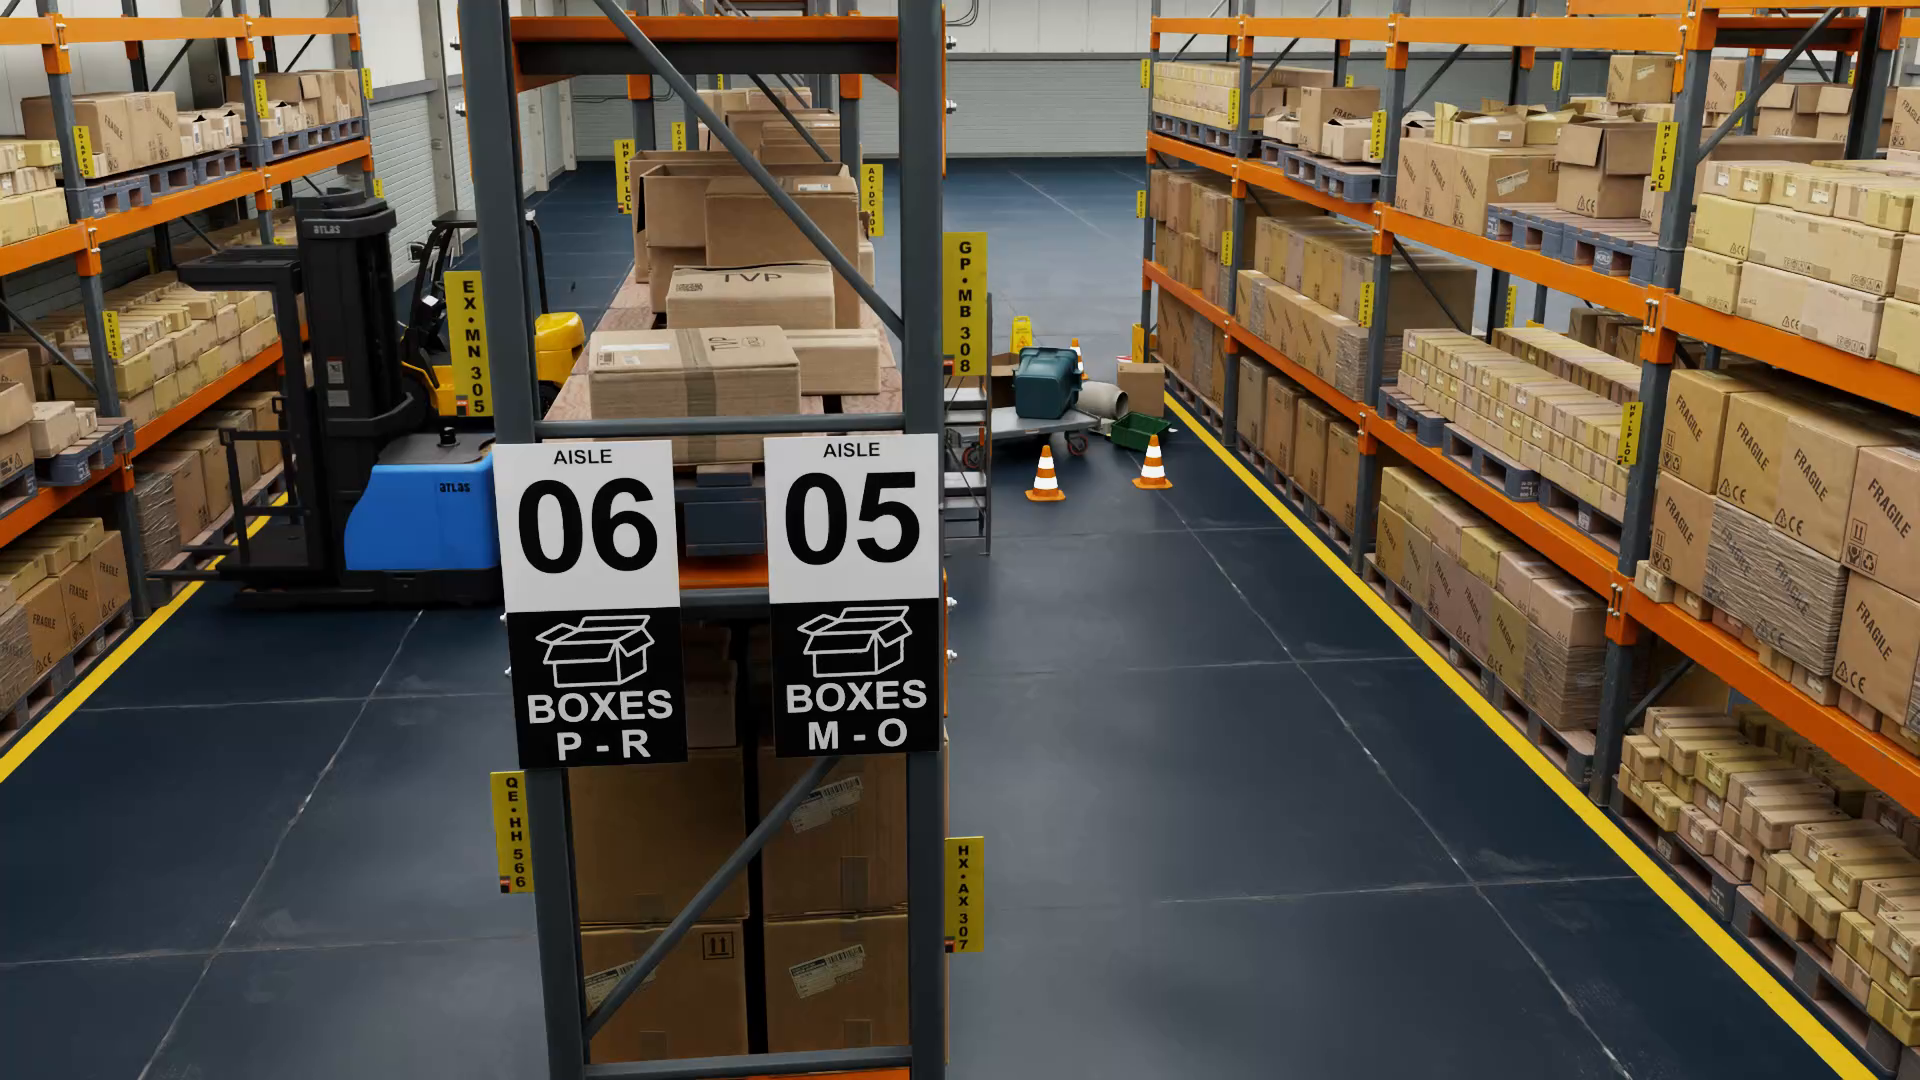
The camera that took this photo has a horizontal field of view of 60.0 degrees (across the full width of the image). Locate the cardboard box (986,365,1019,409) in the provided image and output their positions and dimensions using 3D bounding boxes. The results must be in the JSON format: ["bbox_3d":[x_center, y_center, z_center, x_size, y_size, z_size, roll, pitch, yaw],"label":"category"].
[{"bbox_3d":[0.612,-1.549,17.544,0.797,0.637,0.503,-2,18,-6],"label":"cardboard box"}]

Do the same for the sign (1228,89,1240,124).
[{"bbox_3d":[2.582,-4.088,15.688,0.100,0.325,0.005,-2,18,-6],"label":"sign"}]

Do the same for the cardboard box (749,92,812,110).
[{"bbox_3d":[-1.466,-3.533,13.631,0.500,0.250,0.500,-1,17,-5],"label":"cardboard box"}]

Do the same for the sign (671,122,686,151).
[{"bbox_3d":[-1.907,-2.677,11.325,0.100,0.325,0.005,-2,18,-6],"label":"sign"}]

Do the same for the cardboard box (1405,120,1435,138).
[{"bbox_3d":[3.690,-3.057,12.681,0.500,0.311,0.500,-2,18,-6],"label":"cardboard box"}]

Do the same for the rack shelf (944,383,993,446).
[{"bbox_3d":[0.017,-0.939,13.210,0.431,0.518,0.480,-2,18,-6],"label":"rack shelf"}]

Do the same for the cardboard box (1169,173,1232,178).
[{"bbox_3d":[2.869,-3.896,19.025,0.875,0.550,0.550,-2,18,-6],"label":"cardboard box"}]

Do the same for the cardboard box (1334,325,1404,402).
[{"bbox_3d":[3.233,-1.372,12.872,0.500,0.500,0.500,-2,18,-6],"label":"cardboard box"}]

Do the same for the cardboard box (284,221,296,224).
[{"bbox_3d":[-6.718,-3.186,17.072,0.380,0.149,0.250,-2,17,-5],"label":"cardboard box"}]

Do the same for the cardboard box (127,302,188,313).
[{"bbox_3d":[-6.310,-1.781,13.092,0.380,0.149,0.250,-2,18,-6],"label":"cardboard box"}]

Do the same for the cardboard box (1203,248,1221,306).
[{"bbox_3d":[3.004,-2.734,17.128,0.875,0.550,0.550,-2,18,-6],"label":"cardboard box"}]

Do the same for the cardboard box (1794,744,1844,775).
[{"bbox_3d":[4.353,1.116,8.179,0.380,0.149,0.250,-2,18,-6],"label":"cardboard box"}]

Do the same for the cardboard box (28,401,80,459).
[{"bbox_3d":[-5.873,-0.685,10.401,0.500,0.250,0.500,-3,18,-8],"label":"cardboard box"}]

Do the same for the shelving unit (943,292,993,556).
[{"bbox_3d":[0.017,-0.952,13.205,0.431,2.100,0.503,-2,18,-6],"label":"shelving unit"}]

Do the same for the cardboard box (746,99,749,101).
[{"bbox_3d":[-2.070,-4.142,15.942,0.380,0.149,0.250,-1,17,-4],"label":"cardboard box"}]

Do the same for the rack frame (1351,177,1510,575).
[{"bbox_3d":[3.546,-1.198,12.486,1.000,3.000,0.127,-2,18,-6],"label":"rack frame"}]

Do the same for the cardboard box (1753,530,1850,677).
[{"bbox_3d":[3.833,0.257,7.186,0.500,0.500,0.500,-2,18,-7],"label":"cardboard box"}]

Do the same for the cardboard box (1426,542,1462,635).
[{"bbox_3d":[3.478,0.315,11.138,0.500,0.500,0.500,-2,18,-7],"label":"cardboard box"}]

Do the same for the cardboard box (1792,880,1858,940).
[{"bbox_3d":[3.847,1.588,7.174,0.380,0.149,0.250,-2,18,-5],"label":"cardboard box"}]

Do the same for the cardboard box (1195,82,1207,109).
[{"bbox_3d":[2.726,-4.578,17.130,0.500,0.250,0.500,-2,18,-6],"label":"cardboard box"}]

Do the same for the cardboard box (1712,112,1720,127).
[{"bbox_3d":[7.820,-4.233,16.731,0.380,0.149,0.250,-2,17,-5],"label":"cardboard box"}]

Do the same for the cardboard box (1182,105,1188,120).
[{"bbox_3d":[2.595,-4.577,17.793,0.380,0.149,0.250,-2,18,-5],"label":"cardboard box"}]

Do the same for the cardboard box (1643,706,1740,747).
[{"bbox_3d":[3.788,0.978,8.618,0.380,0.149,0.250,-1,17,-3],"label":"cardboard box"}]

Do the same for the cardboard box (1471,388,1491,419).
[{"bbox_3d":[3.531,-0.887,10.716,0.380,0.149,0.250,-2,18,-6],"label":"cardboard box"}]

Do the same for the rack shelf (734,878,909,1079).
[{"bbox_3d":[-0.748,1.116,6.317,1.077,0.370,4.000,-2,18,-6],"label":"rack shelf"}]

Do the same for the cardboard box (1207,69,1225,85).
[{"bbox_3d":[2.702,-4.654,16.704,0.380,0.149,0.250,-1,17,-5],"label":"cardboard box"}]

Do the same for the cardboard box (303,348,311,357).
[{"bbox_3d":[-6.497,-1.725,16.383,0.500,0.250,0.500,-2,18,-6],"label":"cardboard box"}]

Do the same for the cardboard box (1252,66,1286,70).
[{"bbox_3d":[3.277,-4.902,17.496,0.380,0.149,0.250,-2,18,-6],"label":"cardboard box"}]

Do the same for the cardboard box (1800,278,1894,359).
[{"bbox_3d":[3.839,-0.915,6.828,0.500,0.250,0.500,-1,17,-3],"label":"cardboard box"}]

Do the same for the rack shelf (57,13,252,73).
[{"bbox_3d":[-6.510,-3.785,12.578,1.077,0.370,4.000,-2,18,-6],"label":"rack shelf"}]

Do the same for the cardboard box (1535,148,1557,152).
[{"bbox_3d":[3.970,-2.217,10.557,0.500,0.500,0.500,-2,18,-6],"label":"cardboard box"}]

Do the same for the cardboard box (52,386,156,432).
[{"bbox_3d":[-6.107,-0.929,11.879,0.500,0.250,0.500,-2,18,-5],"label":"cardboard box"}]

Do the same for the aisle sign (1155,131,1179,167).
[{"bbox_3d":[2.415,-4.834,19.727,0.394,0.787,0.004,-2,18,-6],"label":"aisle sign"}]

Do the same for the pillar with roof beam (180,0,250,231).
[{"bbox_3d":[-3.672,-6.004,17.779,9.100,9.000,0.400,-2,18,-6],"label":"pillar with roof beam"}]

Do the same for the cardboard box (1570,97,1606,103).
[{"bbox_3d":[7.463,-5.166,19.700,0.380,0.149,0.250,-2,18,-6],"label":"cardboard box"}]

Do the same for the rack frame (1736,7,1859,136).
[{"bbox_3d":[8.078,-5.375,15.776,1.000,3.000,0.127,-2,18,-6],"label":"rack frame"}]

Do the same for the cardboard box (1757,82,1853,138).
[{"bbox_3d":[8.028,-4.051,15.691,0.797,0.503,0.637,-3,18,-8],"label":"cardboard box"}]

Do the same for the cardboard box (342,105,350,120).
[{"bbox_3d":[-6.741,-4.566,17.757,0.380,0.149,0.250,-2,18,-7],"label":"cardboard box"}]

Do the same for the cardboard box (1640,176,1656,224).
[{"bbox_3d":[4.077,-1.864,9.047,0.500,0.311,0.500,-2,18,-6],"label":"cardboard box"}]

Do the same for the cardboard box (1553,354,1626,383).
[{"bbox_3d":[4.154,-1.126,10.982,0.380,0.149,0.250,-2,18,-6],"label":"cardboard box"}]

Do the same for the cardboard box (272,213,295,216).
[{"bbox_3d":[-7.261,-3.405,17.770,0.380,0.149,0.250,-2,18,-5],"label":"cardboard box"}]

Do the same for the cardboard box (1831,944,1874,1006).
[{"bbox_3d":[3.905,1.810,6.961,0.380,0.149,0.250,-1,17,-5],"label":"cardboard box"}]

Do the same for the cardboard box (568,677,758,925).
[{"bbox_3d":[-0.828,0.707,4.581,0.500,0.500,0.500,-1,17,-4],"label":"cardboard box"}]

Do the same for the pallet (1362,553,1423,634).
[{"bbox_3d":[3.625,0.365,12.162,1.003,0.211,1.213,-2,18,-6],"label":"pallet"}]

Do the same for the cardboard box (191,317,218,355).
[{"bbox_3d":[-6.271,-1.625,13.260,0.500,0.250,0.500,-2,17,-5],"label":"cardboard box"}]

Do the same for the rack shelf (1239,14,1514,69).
[{"bbox_3d":[3.340,-4.122,13.653,1.077,0.370,4.000,-2,18,-6],"label":"rack shelf"}]

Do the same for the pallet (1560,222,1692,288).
[{"bbox_3d":[4.001,-1.535,8.865,1.213,0.211,1.003,-2,18,-6],"label":"pallet"}]

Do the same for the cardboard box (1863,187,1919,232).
[{"bbox_3d":[3.836,-1.308,6.577,0.380,0.149,0.250,-1,17,-3],"label":"cardboard box"}]

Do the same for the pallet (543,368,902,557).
[{"bbox_3d":[-0.629,-0.241,4.578,1.003,0.211,1.213,-2,18,-6],"label":"pallet"}]

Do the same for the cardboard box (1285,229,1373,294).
[{"bbox_3d":[3.297,-2.463,14.679,0.700,0.500,0.500,-2,18,-5],"label":"cardboard box"}]

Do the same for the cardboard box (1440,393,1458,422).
[{"bbox_3d":[3.477,-0.899,11.250,0.380,0.149,0.250,-1,17,-3],"label":"cardboard box"}]

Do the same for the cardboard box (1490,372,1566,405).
[{"bbox_3d":[3.560,-0.953,10.430,0.380,0.149,0.250,-2,18,-6],"label":"cardboard box"}]

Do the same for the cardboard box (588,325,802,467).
[{"bbox_3d":[-0.678,-0.371,4.225,0.500,0.250,0.500,-3,18,-11],"label":"cardboard box"}]

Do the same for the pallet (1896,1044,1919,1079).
[{"bbox_3d":[4.315,2.250,6.159,1.003,0.211,1.213,-2,18,-6],"label":"pallet"}]

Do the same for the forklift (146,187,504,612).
[{"bbox_3d":[-4.874,-1.038,12.089,3.031,2.935,1.130,0,17,-1],"label":"forklift"}]

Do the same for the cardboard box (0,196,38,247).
[{"bbox_3d":[-5.957,-1.925,10.044,0.500,0.250,0.500,-2,18,-5],"label":"cardboard box"}]

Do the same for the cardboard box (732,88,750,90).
[{"bbox_3d":[-2.358,-4.978,18.607,0.380,0.149,0.250,-2,18,-6],"label":"cardboard box"}]

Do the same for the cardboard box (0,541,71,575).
[{"bbox_3d":[-5.959,0.121,10.672,0.380,0.149,0.250,-2,18,-7],"label":"cardboard box"}]

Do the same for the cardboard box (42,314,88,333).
[{"bbox_3d":[-6.687,-1.613,12.559,0.380,0.149,0.250,-2,18,-6],"label":"cardboard box"}]

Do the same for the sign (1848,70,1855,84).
[{"bbox_3d":[8.629,-4.397,16.147,0.100,0.325,0.005,-2,18,-6],"label":"sign"}]
